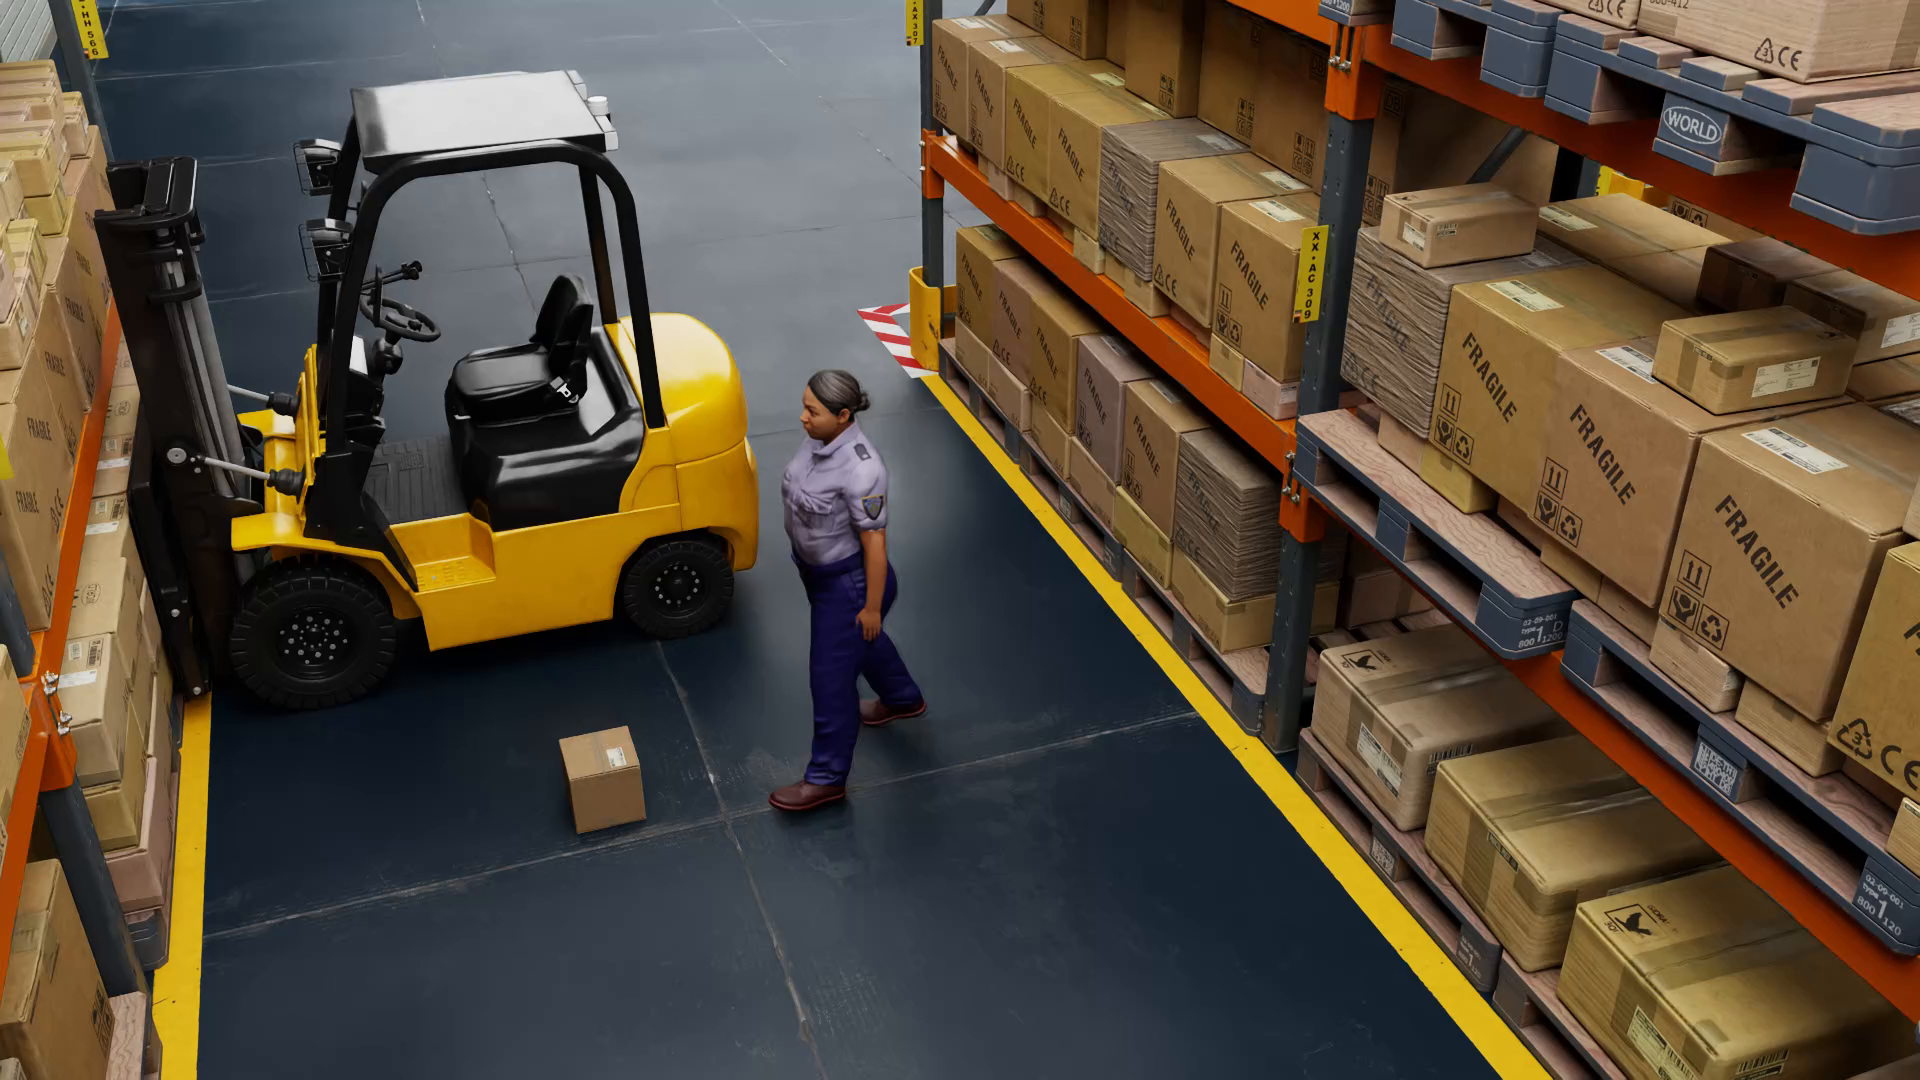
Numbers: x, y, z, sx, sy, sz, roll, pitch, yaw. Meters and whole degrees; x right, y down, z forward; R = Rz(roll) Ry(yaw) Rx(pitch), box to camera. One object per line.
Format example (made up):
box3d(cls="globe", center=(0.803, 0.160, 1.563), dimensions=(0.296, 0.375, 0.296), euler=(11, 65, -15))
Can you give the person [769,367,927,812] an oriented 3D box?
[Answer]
box3d(cls="person", center=(-0.425, 0.132, 5.915), dimensions=(0.749, 1.636, 0.520), euler=(-13, 32, -21))
